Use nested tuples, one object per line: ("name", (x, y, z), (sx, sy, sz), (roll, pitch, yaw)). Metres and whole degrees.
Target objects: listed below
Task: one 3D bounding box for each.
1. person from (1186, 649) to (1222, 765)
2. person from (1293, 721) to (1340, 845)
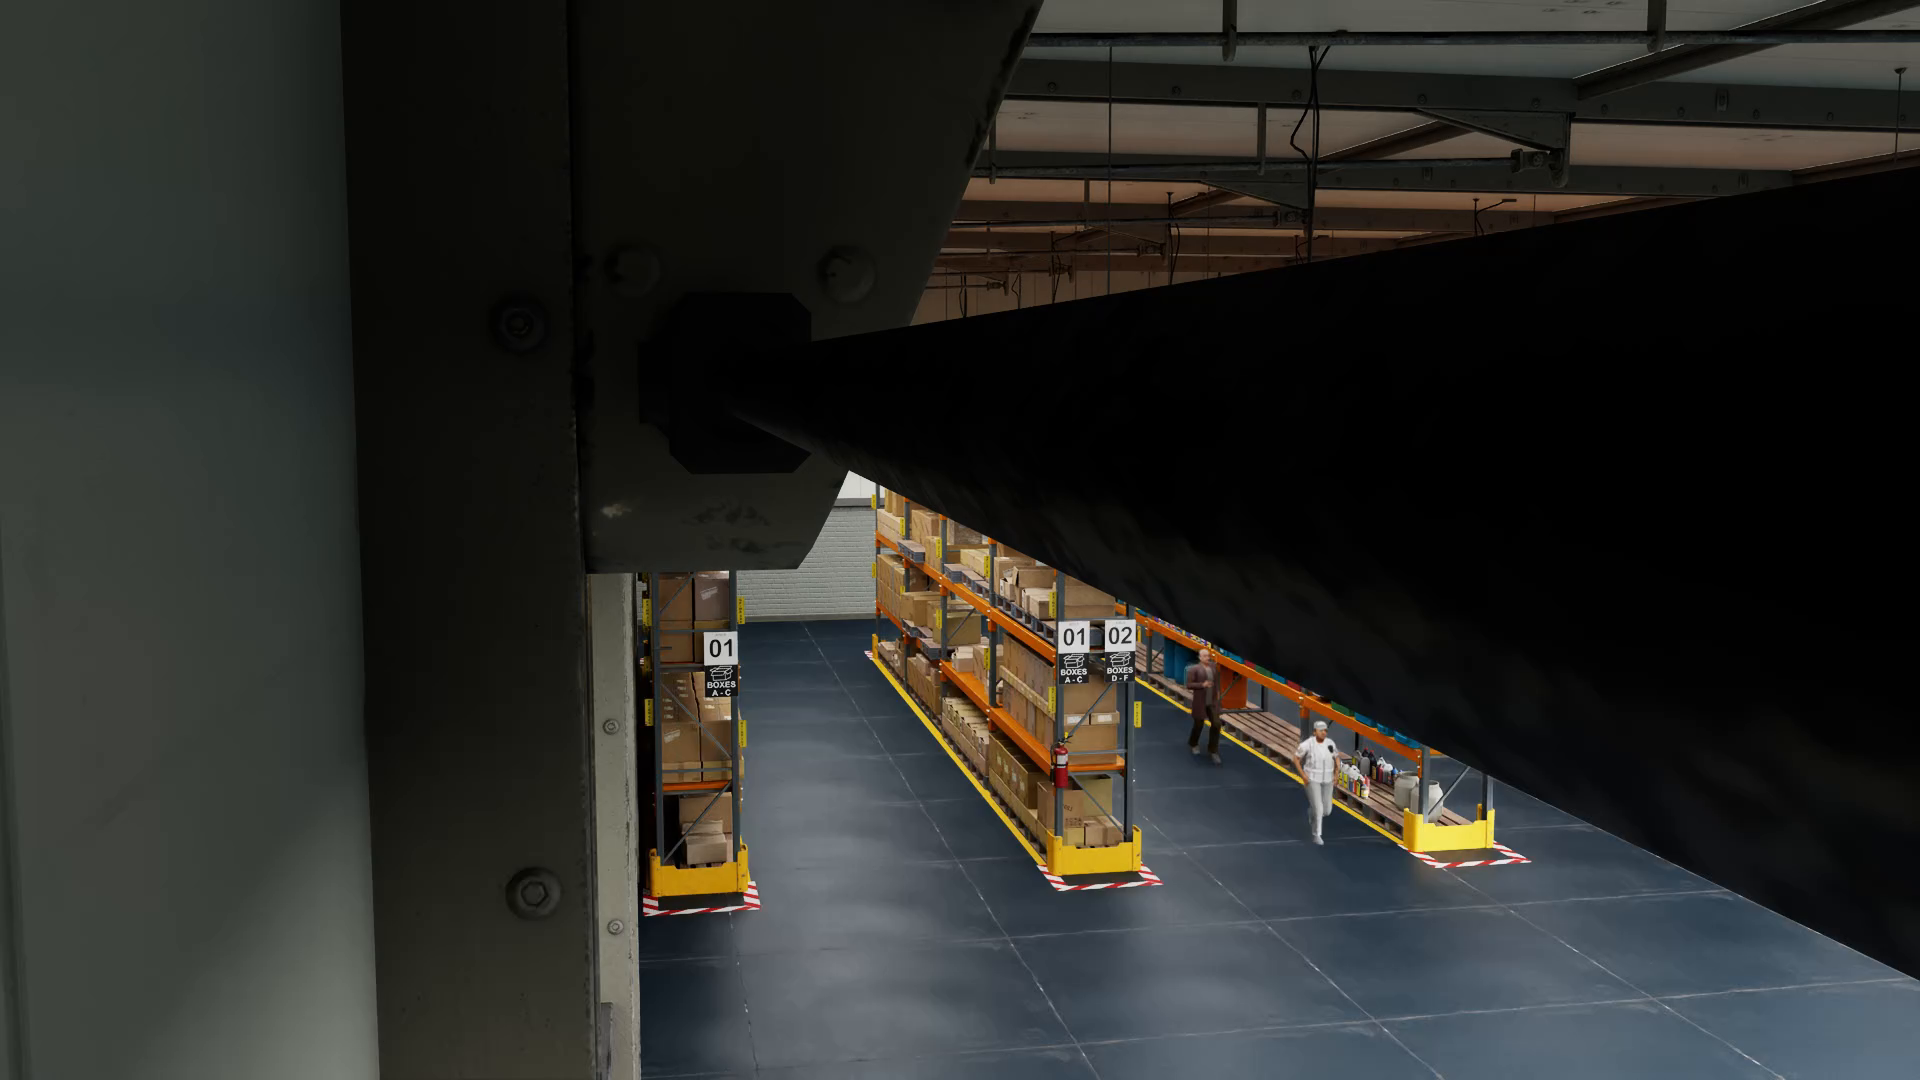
("person", (3.959, 2.669, 26.954), (0.685, 1.831, 0.831), (-2, 6, -17))
("person", (4.809, 3.239, 22.446), (0.644, 1.640, 0.691), (-1, 6, -12))
